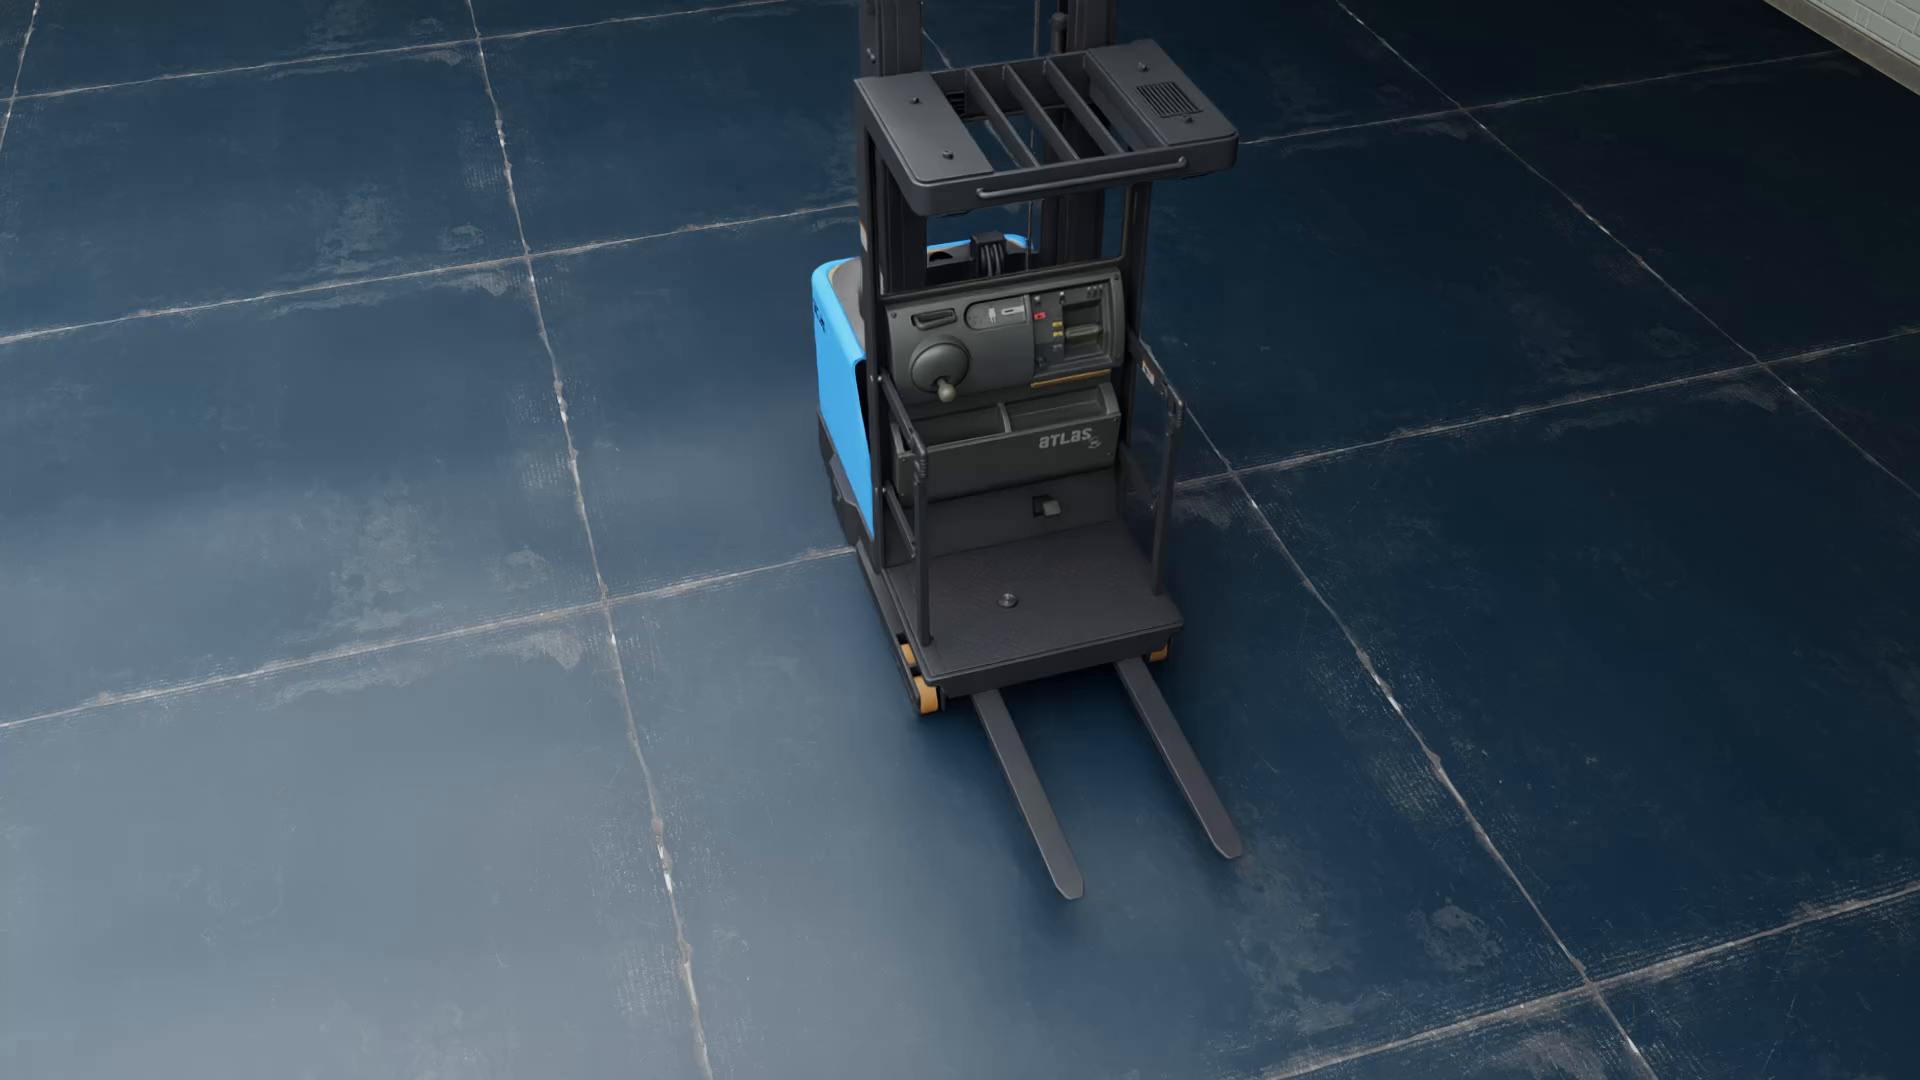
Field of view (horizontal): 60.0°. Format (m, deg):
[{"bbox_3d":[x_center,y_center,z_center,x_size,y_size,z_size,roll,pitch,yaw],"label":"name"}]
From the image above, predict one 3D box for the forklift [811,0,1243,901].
[{"bbox_3d":[0.249,-0.692,6.163,1.130,2.935,3.031,-12,42,-13],"label":"forklift"}]
